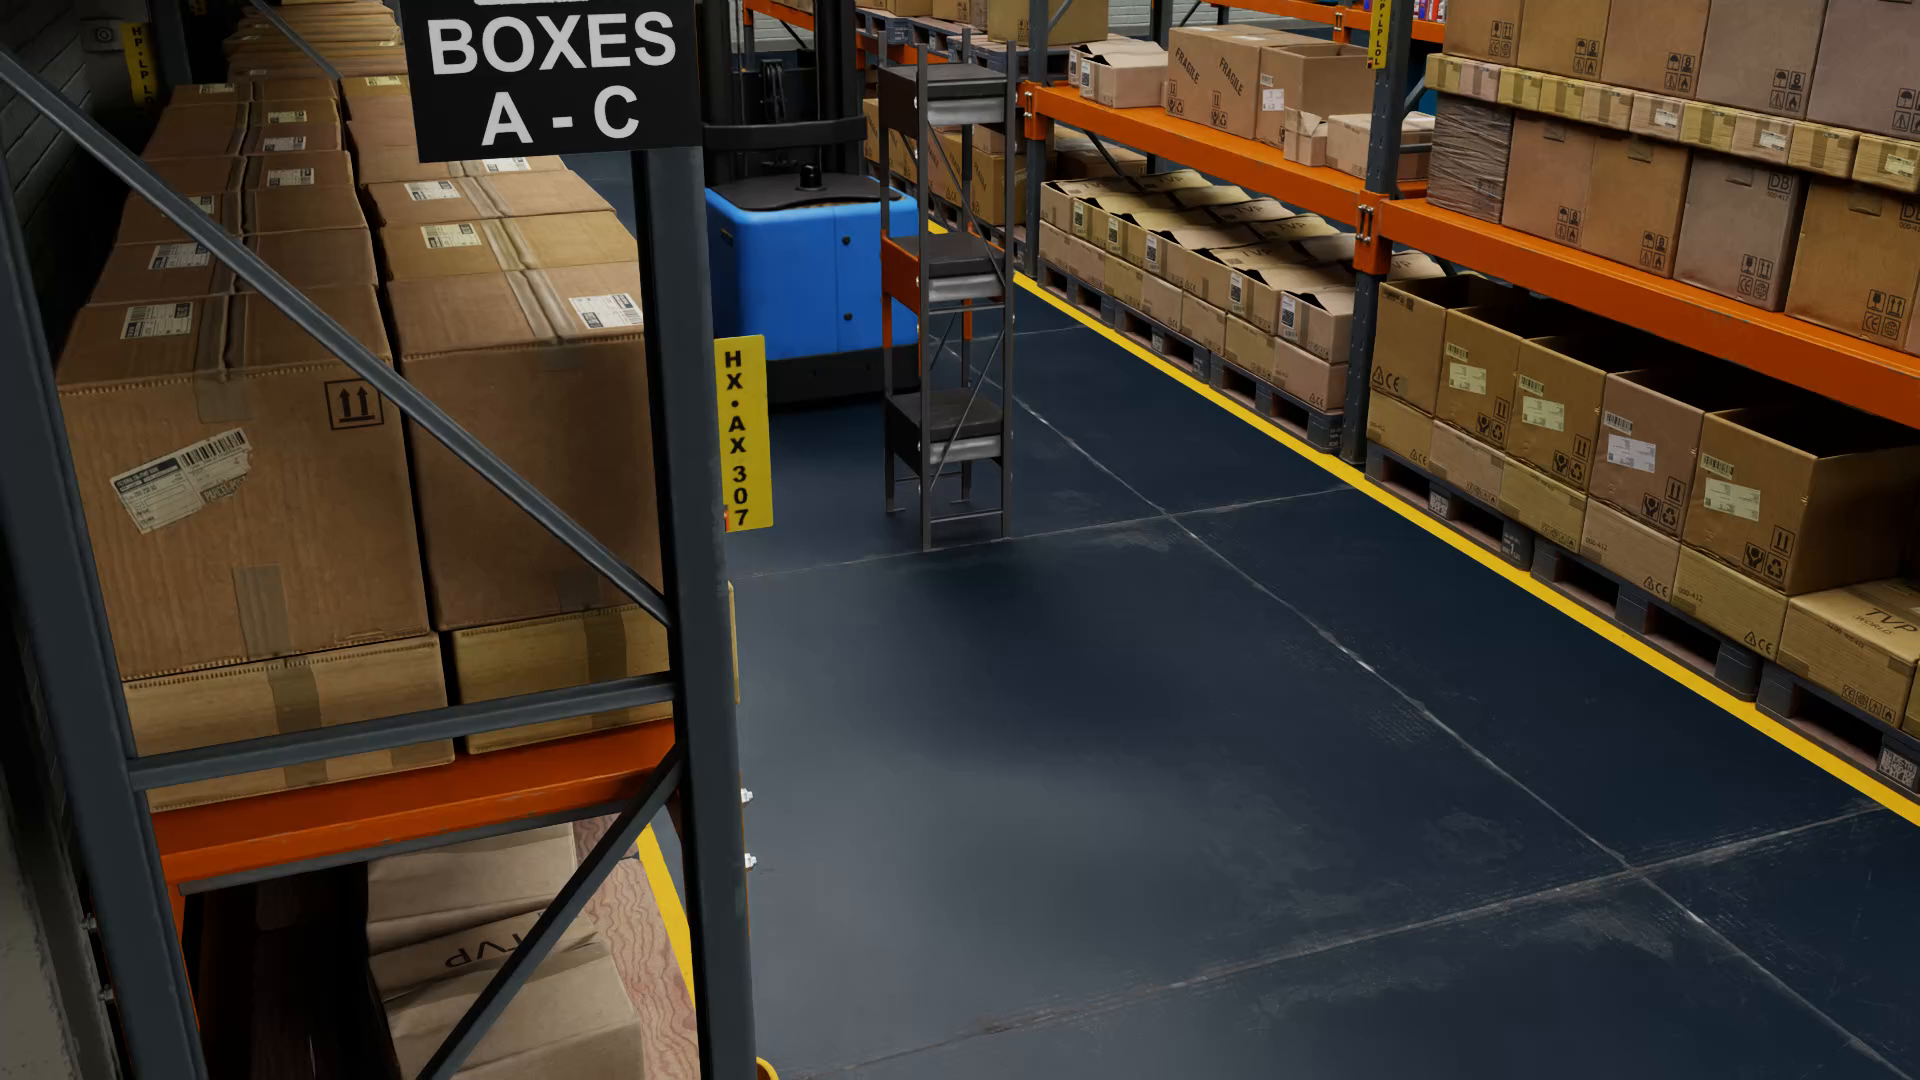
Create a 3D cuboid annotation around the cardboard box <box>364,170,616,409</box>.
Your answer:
[{"bbox_3d":[-1.093,-0.563,3.927,0.500,0.500,0.500,-9,25,-21],"label":"cardboard box"}]

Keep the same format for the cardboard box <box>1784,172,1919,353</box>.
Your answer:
[{"bbox_3d":[3.257,-0.963,5.545,0.700,0.500,0.500,-8,24,-19],"label":"cardboard box"}]

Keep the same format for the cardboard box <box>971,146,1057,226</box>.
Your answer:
[{"bbox_3d":[0.393,-2.640,12.303,0.500,0.500,0.500,-7,24,-17],"label":"cardboard box"}]

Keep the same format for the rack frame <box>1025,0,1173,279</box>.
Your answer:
[{"bbox_3d":[0.943,-3.281,11.173,1.000,3.000,0.127,-8,24,-19],"label":"rack frame"}]

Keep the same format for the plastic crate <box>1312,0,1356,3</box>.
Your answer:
[{"bbox_3d":[3.682,-5.556,16.514,0.392,0.384,0.575,-8,24,-19],"label":"plastic crate"}]

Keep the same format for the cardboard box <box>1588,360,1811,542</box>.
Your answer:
[{"bbox_3d":[2.759,-0.344,6.238,0.500,0.500,0.500,-8,24,-19],"label":"cardboard box"}]

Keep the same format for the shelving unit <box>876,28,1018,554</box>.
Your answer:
[{"bbox_3d":[-0.059,-1.028,6.985,0.431,2.100,0.503,-8,24,-19],"label":"shelving unit"}]

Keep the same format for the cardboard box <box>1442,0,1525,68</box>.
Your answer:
[{"bbox_3d":[2.519,-2.311,7.073,0.700,0.500,0.500,-8,24,-19],"label":"cardboard box"}]

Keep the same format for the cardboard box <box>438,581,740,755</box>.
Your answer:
[{"bbox_3d":[-0.739,0.145,3.210,0.500,0.250,0.500,-9,25,-21],"label":"cardboard box"}]

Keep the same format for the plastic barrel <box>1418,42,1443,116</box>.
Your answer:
[{"bbox_3d":[4.592,-4.182,15.472,0.600,0.901,0.708,-8,24,-19],"label":"plastic barrel"}]

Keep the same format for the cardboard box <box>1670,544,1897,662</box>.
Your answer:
[{"bbox_3d":[2.938,0.183,5.953,0.500,0.250,0.500,-8,24,-19],"label":"cardboard box"}]

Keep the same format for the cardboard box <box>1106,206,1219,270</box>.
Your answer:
[{"bbox_3d":[1.225,-1.860,10.079,0.500,0.311,0.500,-9,24,-20],"label":"cardboard box"}]

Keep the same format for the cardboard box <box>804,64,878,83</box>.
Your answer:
[{"bbox_3d":[-1.138,-4.469,16.639,0.797,0.503,0.637,-8,24,-19],"label":"cardboard box"}]

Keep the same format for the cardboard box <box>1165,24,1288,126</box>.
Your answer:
[{"bbox_3d":[1.551,-2.720,9.713,0.500,0.500,0.500,-10,25,-22],"label":"cardboard box"}]

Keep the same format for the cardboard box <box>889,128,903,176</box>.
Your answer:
[{"bbox_3d":[-0.328,-3.384,14.069,0.500,0.500,0.500,-8,24,-18],"label":"cardboard box"}]

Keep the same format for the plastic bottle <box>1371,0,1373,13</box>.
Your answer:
[{"bbox_3d":[3.943,-5.119,15.683,0.061,0.283,0.133,-8,24,-19],"label":"plastic bottle"}]

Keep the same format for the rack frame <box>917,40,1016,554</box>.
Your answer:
[{"bbox_3d":[0.028,-0.939,6.775,0.400,2.100,0.015,-8,24,-19],"label":"rack frame"}]

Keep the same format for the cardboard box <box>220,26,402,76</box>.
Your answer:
[{"bbox_3d":[-2.877,-2.024,7.496,0.700,0.500,0.500,-5,23,-12],"label":"cardboard box"}]

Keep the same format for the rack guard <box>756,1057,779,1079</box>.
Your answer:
[{"bbox_3d":[-0.890,1.431,3.212,1.175,0.500,0.348,-8,24,-19],"label":"rack guard"}]

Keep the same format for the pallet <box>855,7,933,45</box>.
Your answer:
[{"bbox_3d":[-0.289,-4.341,13.934,1.003,0.211,1.213,-8,24,-19],"label":"pallet"}]

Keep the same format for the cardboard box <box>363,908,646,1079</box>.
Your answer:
[{"bbox_3d":[-1.024,1.079,3.723,0.500,0.311,0.500,-11,25,-25],"label":"cardboard box"}]

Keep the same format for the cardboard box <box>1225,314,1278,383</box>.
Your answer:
[{"bbox_3d":[1.762,-1.049,8.877,0.500,0.250,0.500,-9,24,-20],"label":"cardboard box"}]

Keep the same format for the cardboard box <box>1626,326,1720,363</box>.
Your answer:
[{"bbox_3d":[3.071,-0.597,6.838,0.500,0.500,0.500,-8,24,-19],"label":"cardboard box"}]

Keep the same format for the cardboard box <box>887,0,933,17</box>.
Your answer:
[{"bbox_3d":[-0.209,-4.530,13.467,0.700,0.500,0.500,-5,23,-11],"label":"cardboard box"}]

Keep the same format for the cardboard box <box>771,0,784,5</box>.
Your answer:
[{"bbox_3d":[-1.611,-5.667,16.705,0.500,0.500,0.500,-8,24,-19],"label":"cardboard box"}]

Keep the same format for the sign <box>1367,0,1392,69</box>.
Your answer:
[{"bbox_3d":[1.852,-2.247,7.330,0.100,0.325,0.005,-8,24,-19],"label":"sign"}]

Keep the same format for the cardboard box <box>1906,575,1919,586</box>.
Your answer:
[{"bbox_3d":[3.608,0.292,5.694,0.500,0.250,0.500,-8,24,-19],"label":"cardboard box"}]

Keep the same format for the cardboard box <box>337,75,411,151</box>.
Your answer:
[{"bbox_3d":[-1.820,-1.303,5.682,0.500,0.500,0.500,-8,24,-19],"label":"cardboard box"}]

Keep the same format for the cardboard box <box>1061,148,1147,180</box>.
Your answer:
[{"bbox_3d":[1.050,-2.537,12.059,0.500,0.500,0.500,-7,24,-17],"label":"cardboard box"}]

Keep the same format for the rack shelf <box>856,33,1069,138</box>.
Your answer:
[{"bbox_3d":[0.237,-3.677,13.037,1.077,0.370,4.000,-8,24,-19],"label":"rack shelf"}]

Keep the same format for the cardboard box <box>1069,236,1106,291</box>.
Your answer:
[{"bbox_3d":[1.032,-1.795,10.646,0.500,0.250,0.500,-9,24,-20],"label":"cardboard box"}]

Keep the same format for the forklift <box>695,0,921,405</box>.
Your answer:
[{"bbox_3d":[-1.220,-2.597,9.637,1.130,2.935,3.031,-9,25,-21],"label":"forklift"}]

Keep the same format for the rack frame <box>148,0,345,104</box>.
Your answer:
[{"bbox_3d":[-2.276,-1.147,6.109,1.000,3.000,0.127,-8,24,-19],"label":"rack frame"}]

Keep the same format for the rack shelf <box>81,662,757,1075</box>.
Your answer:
[{"bbox_3d":[-1.570,-0.089,4.525,1.077,0.370,4.000,-8,24,-19],"label":"rack shelf"}]

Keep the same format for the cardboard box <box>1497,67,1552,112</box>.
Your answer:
[{"bbox_3d":[2.452,-1.864,6.846,0.380,0.149,0.250,-9,24,-20],"label":"cardboard box"}]

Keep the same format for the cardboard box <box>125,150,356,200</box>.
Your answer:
[{"bbox_3d":[-1.762,-0.676,4.193,0.500,0.500,0.500,-8,24,-18],"label":"cardboard box"}]

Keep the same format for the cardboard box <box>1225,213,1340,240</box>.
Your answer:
[{"bbox_3d":[1.899,-1.756,9.831,0.500,0.311,0.500,-8,24,-18],"label":"cardboard box"}]

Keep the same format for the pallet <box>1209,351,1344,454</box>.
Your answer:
[{"bbox_3d":[2.060,-0.805,8.889,1.003,0.211,1.213,-8,24,-19],"label":"pallet"}]

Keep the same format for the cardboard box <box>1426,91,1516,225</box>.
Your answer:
[{"bbox_3d":[2.519,-1.714,7.325,0.700,0.500,0.500,-9,24,-20],"label":"cardboard box"}]

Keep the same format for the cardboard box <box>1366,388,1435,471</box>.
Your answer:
[{"bbox_3d":[2.237,-0.544,7.679,0.500,0.250,0.500,-8,24,-19],"label":"cardboard box"}]

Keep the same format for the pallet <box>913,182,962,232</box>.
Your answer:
[{"bbox_3d":[0.288,-2.715,13.421,1.003,0.211,1.213,-8,24,-19],"label":"pallet"}]

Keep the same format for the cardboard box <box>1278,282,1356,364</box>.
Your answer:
[{"bbox_3d":[1.945,-1.121,8.324,0.500,0.311,0.500,-8,24,-19],"label":"cardboard box"}]

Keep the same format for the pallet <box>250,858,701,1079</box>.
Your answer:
[{"bbox_3d":[-1.144,1.264,3.980,1.003,0.211,1.213,-8,24,-19],"label":"pallet"}]

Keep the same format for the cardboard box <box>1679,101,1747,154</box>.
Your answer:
[{"bbox_3d":[2.821,-1.486,5.951,0.380,0.149,0.250,-9,24,-19],"label":"cardboard box"}]

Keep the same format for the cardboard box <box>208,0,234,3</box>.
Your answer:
[{"bbox_3d":[-4.092,-3.267,9.637,0.500,0.250,0.500,-8,24,-18],"label":"cardboard box"}]

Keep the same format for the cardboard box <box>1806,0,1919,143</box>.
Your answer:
[{"bbox_3d":[3.228,-1.582,5.343,0.700,0.500,0.500,-8,24,-19],"label":"cardboard box"}]

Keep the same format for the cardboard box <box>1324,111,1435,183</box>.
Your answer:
[{"bbox_3d":[2.142,-1.932,8.164,0.500,0.250,0.500,-7,24,-16],"label":"cardboard box"}]
